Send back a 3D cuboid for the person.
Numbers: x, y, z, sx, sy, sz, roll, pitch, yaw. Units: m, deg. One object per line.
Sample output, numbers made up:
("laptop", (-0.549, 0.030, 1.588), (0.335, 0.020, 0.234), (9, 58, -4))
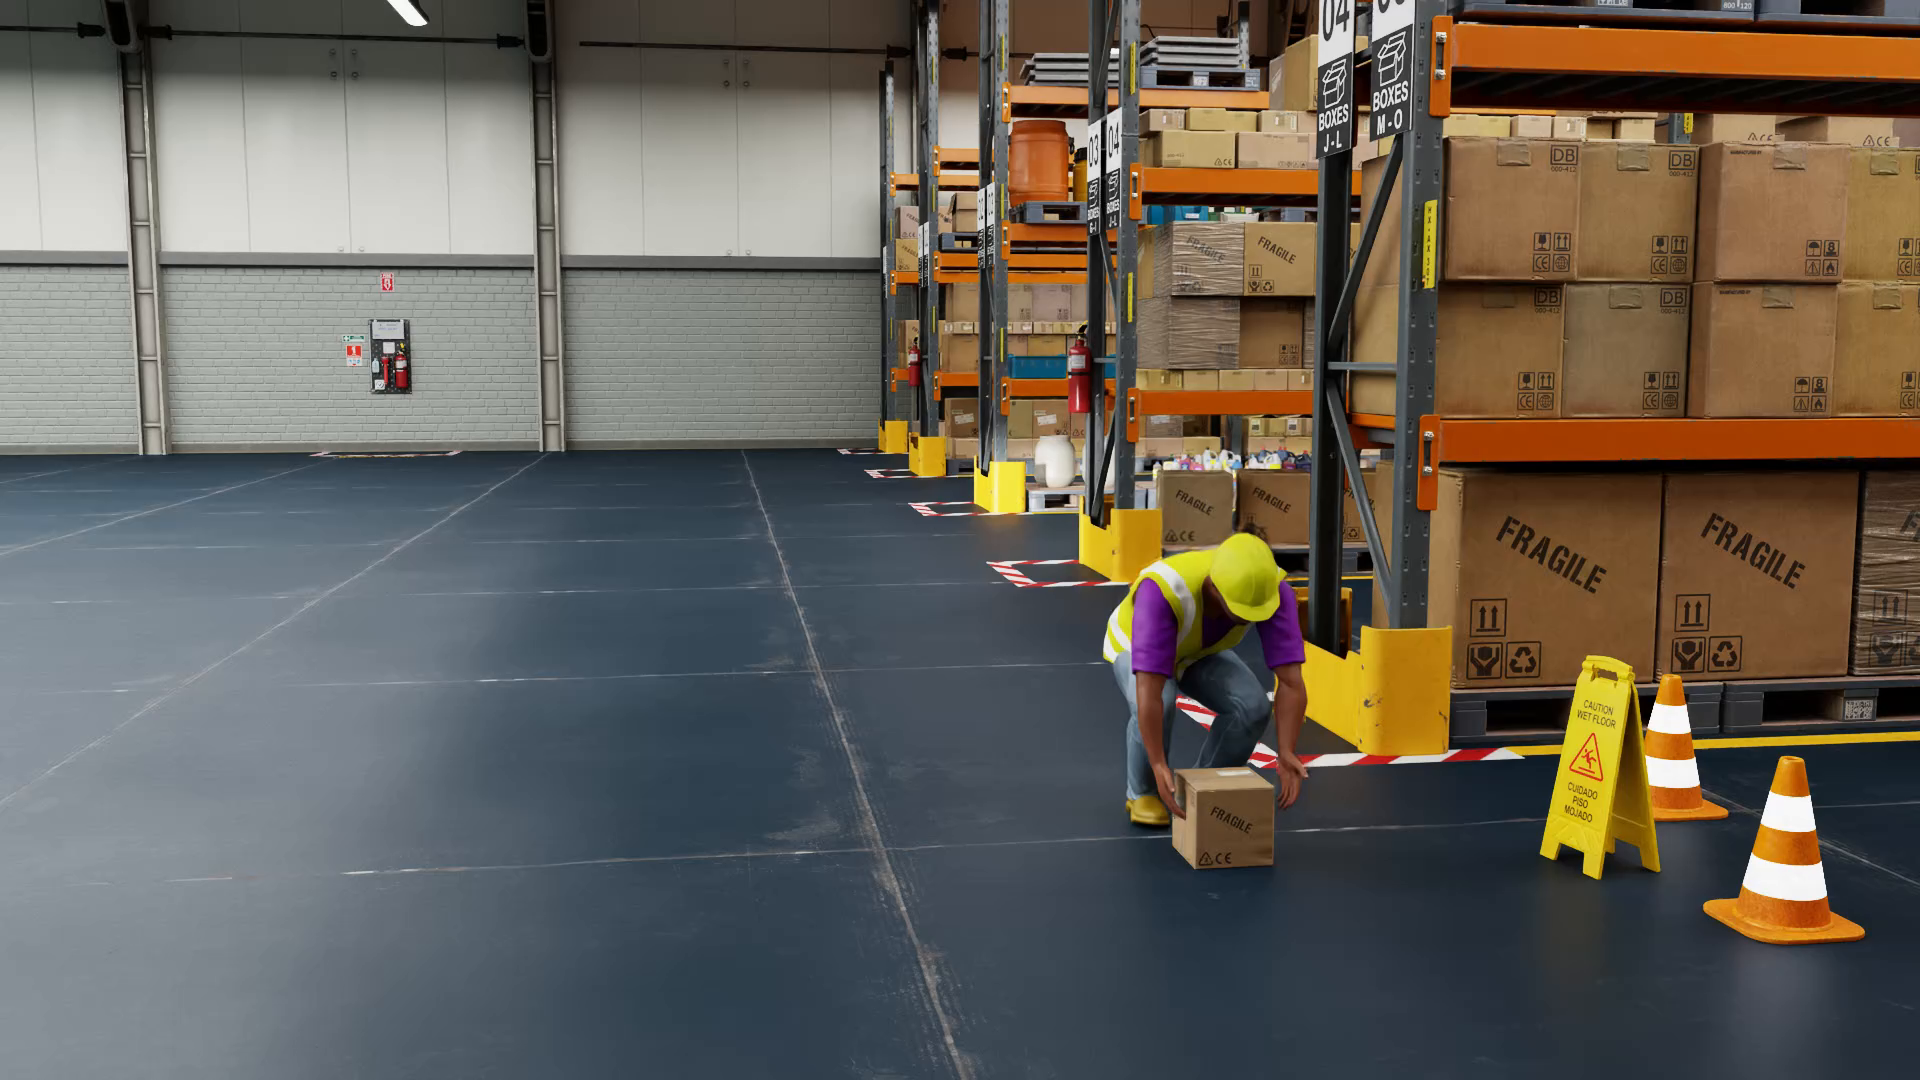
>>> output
("person", (0.808, 0.447, 5.516), (0.589, 1.015, 0.887), (-1, 7, -9))
